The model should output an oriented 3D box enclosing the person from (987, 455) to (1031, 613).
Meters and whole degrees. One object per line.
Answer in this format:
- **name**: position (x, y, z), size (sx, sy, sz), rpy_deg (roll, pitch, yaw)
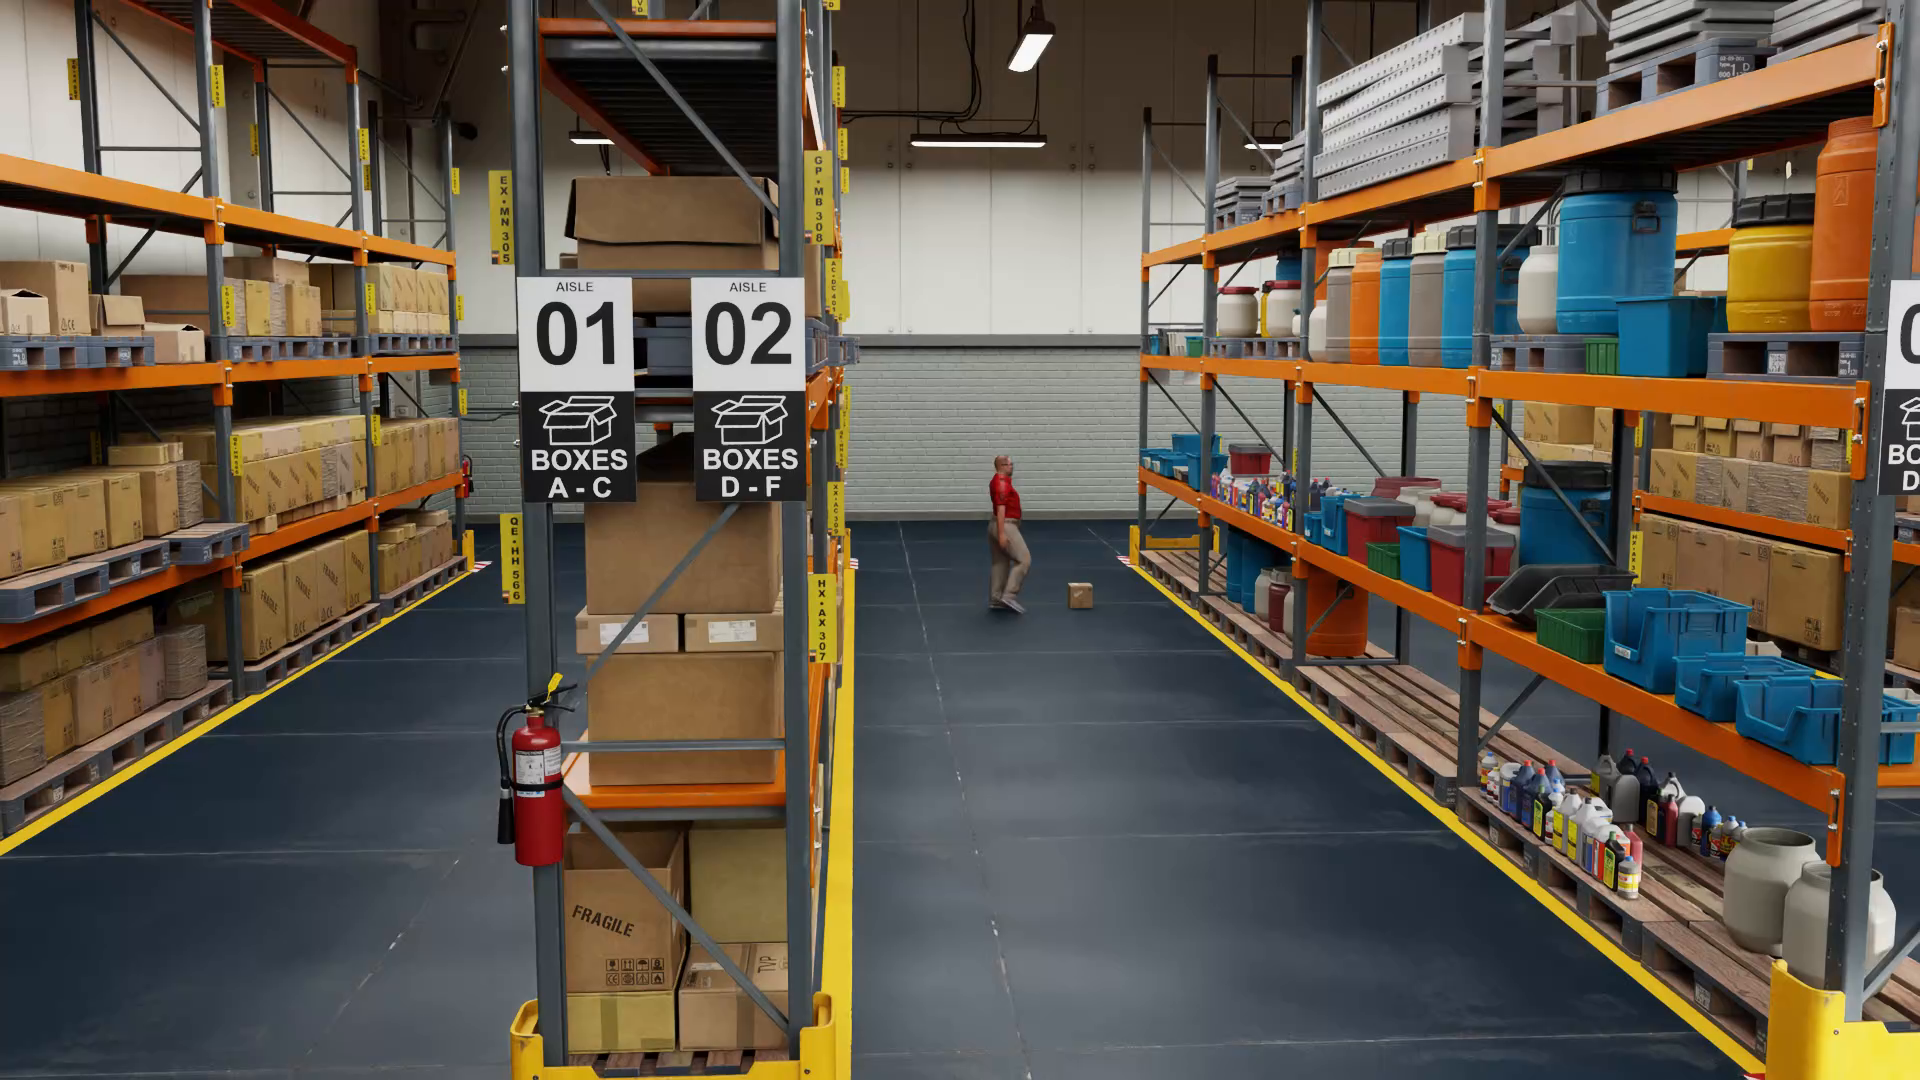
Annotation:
- **person**: position (0.539, -0.067, 18.483), size (0.435, 1.762, 0.576), rpy_deg (-2, 7, -13)
